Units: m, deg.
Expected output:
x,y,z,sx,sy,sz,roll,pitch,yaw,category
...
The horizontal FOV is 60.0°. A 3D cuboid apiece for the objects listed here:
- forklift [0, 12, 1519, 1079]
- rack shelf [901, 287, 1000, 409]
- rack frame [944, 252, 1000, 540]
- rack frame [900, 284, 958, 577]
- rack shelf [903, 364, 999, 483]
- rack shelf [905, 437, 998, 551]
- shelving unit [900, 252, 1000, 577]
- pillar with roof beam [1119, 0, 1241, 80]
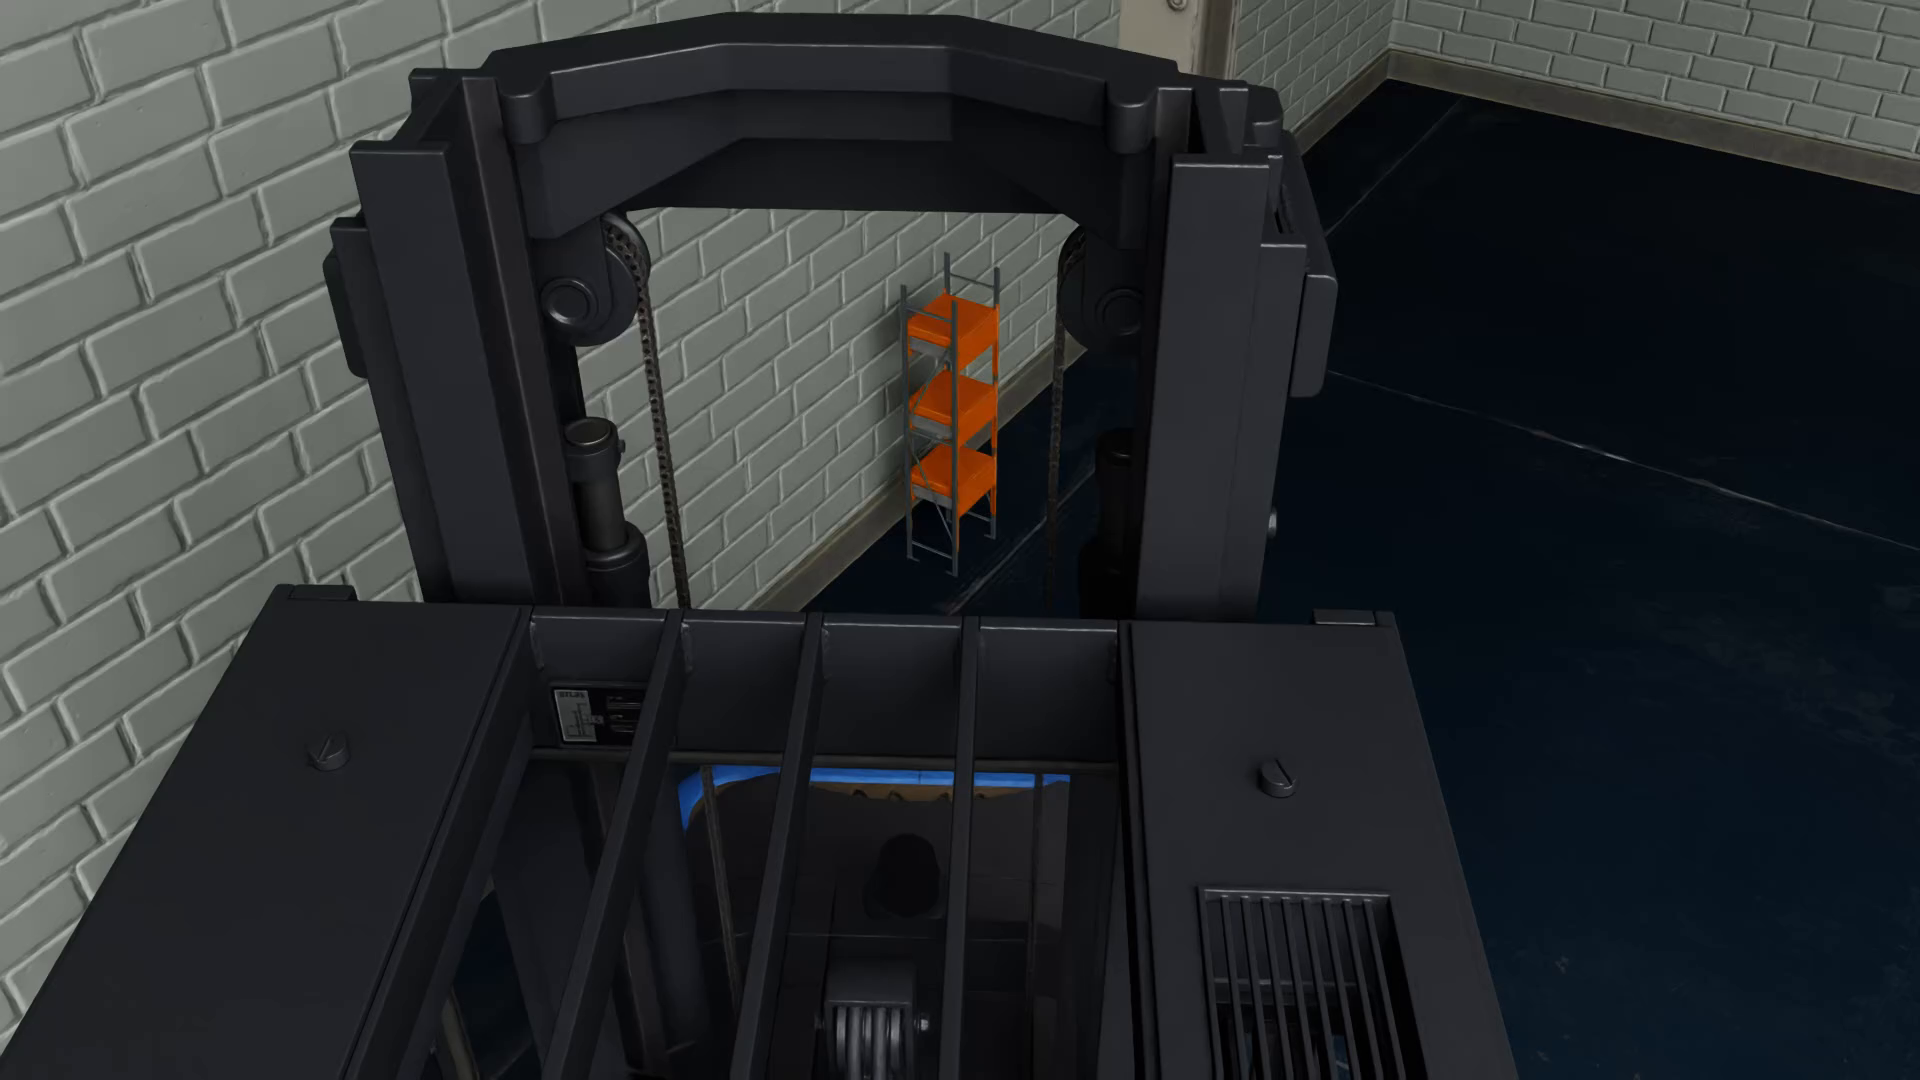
x,y,z,sx,sy,sz,roll,pitch,yaw,category
-0.138,1.054,1.982,1.130,2.935,3.031,1,38,2,forklift
-0.029,-0.605,5.227,0.215,0.259,0.240,21,42,25,rack shelf
0.037,-0.451,5.475,0.200,1.050,0.008,21,42,25,rack frame
-0.094,-0.325,5.312,0.200,1.050,0.008,21,42,25,rack frame
-0.029,-0.380,5.400,0.215,0.259,0.240,21,42,25,rack shelf
-0.029,-0.160,5.570,0.215,0.259,0.240,21,42,25,rack shelf
-0.029,-0.388,5.394,0.215,1.050,0.252,21,42,25,shelving unit
4.451,-3.083,2.378,9.100,9.000,0.400,21,42,25,pillar with roof beam
